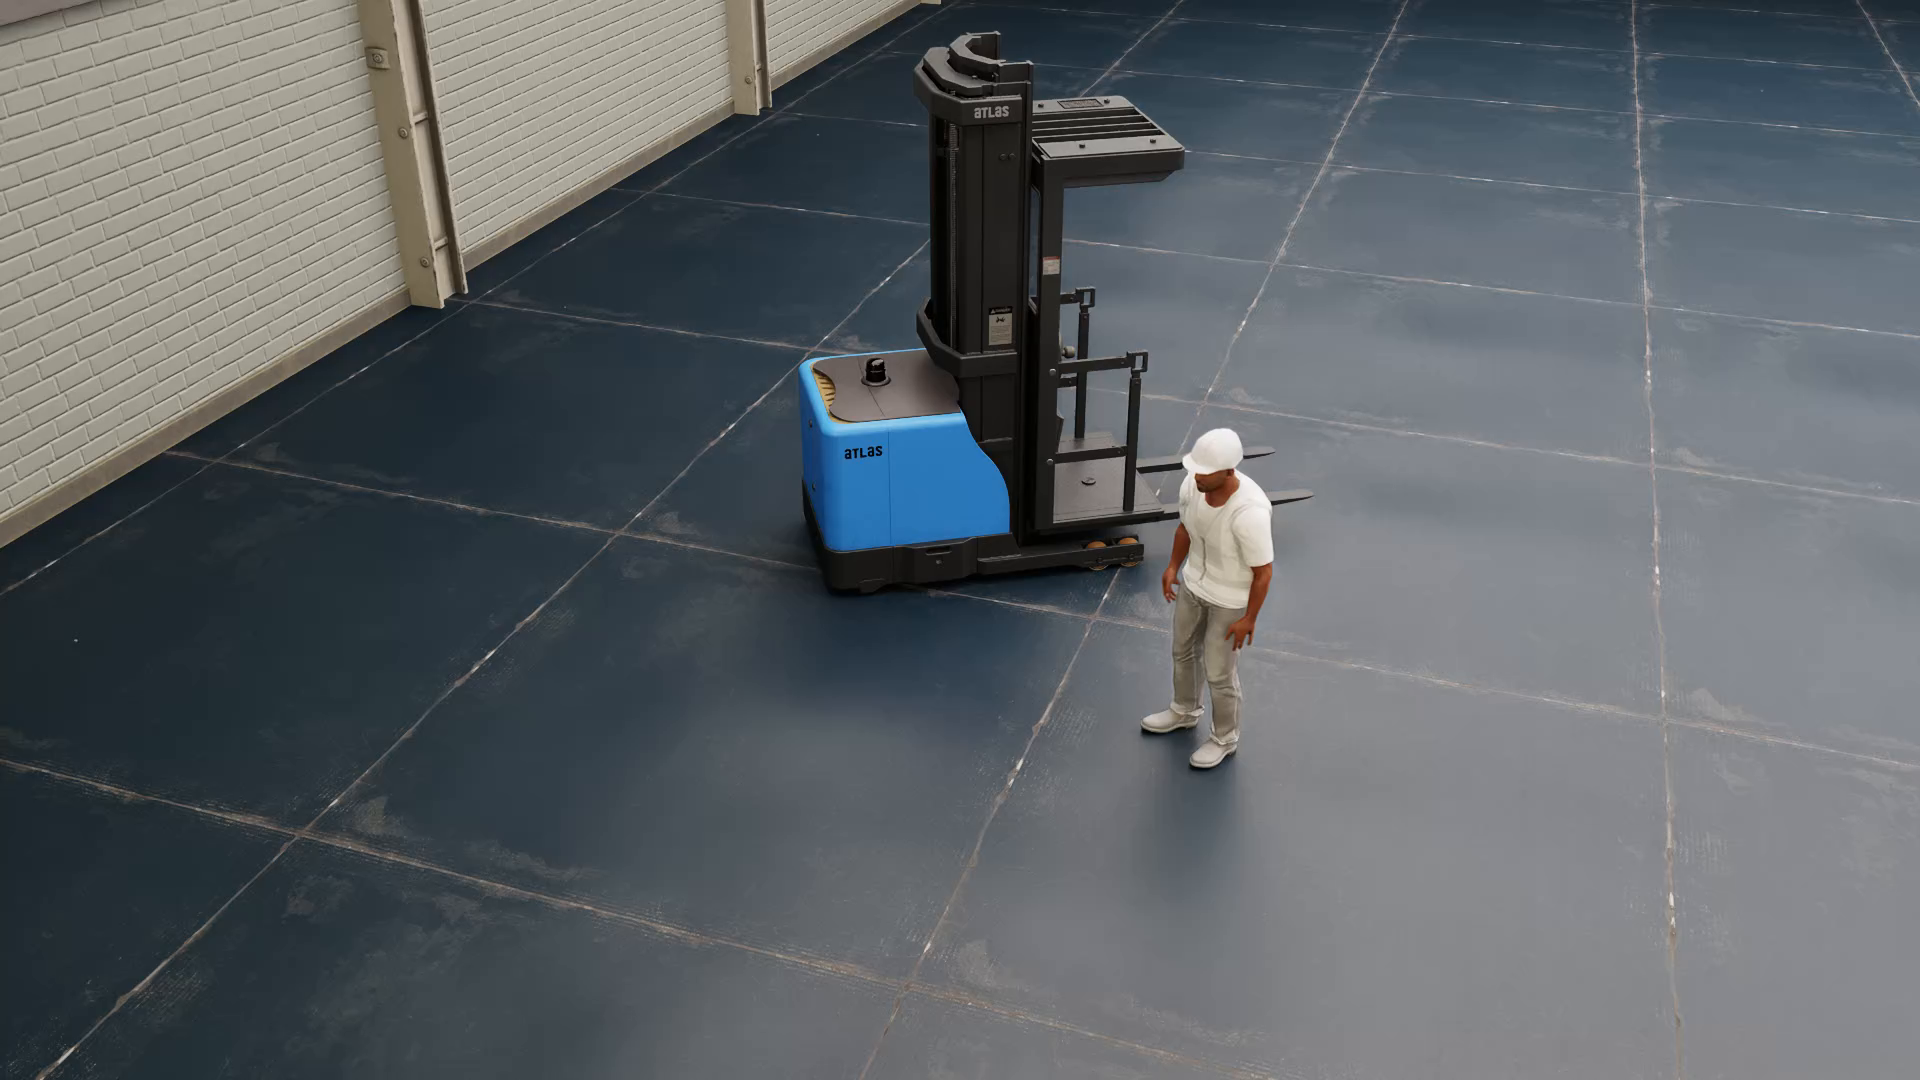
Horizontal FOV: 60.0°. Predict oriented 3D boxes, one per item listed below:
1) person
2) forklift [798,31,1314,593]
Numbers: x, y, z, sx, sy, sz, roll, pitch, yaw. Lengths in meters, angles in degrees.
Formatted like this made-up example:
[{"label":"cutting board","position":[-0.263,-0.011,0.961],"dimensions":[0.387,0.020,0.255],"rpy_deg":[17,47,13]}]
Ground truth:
[{"label":"person","position":[1.195,0.253,7.878],"dimensions":[0.458,1.761,0.626],"rpy_deg":[-17,34,-27]},{"label":"forklift","position":[0.609,-1.343,9.493],"dimensions":[3.031,2.935,1.130],"rpy_deg":[-7,30,-11]}]
